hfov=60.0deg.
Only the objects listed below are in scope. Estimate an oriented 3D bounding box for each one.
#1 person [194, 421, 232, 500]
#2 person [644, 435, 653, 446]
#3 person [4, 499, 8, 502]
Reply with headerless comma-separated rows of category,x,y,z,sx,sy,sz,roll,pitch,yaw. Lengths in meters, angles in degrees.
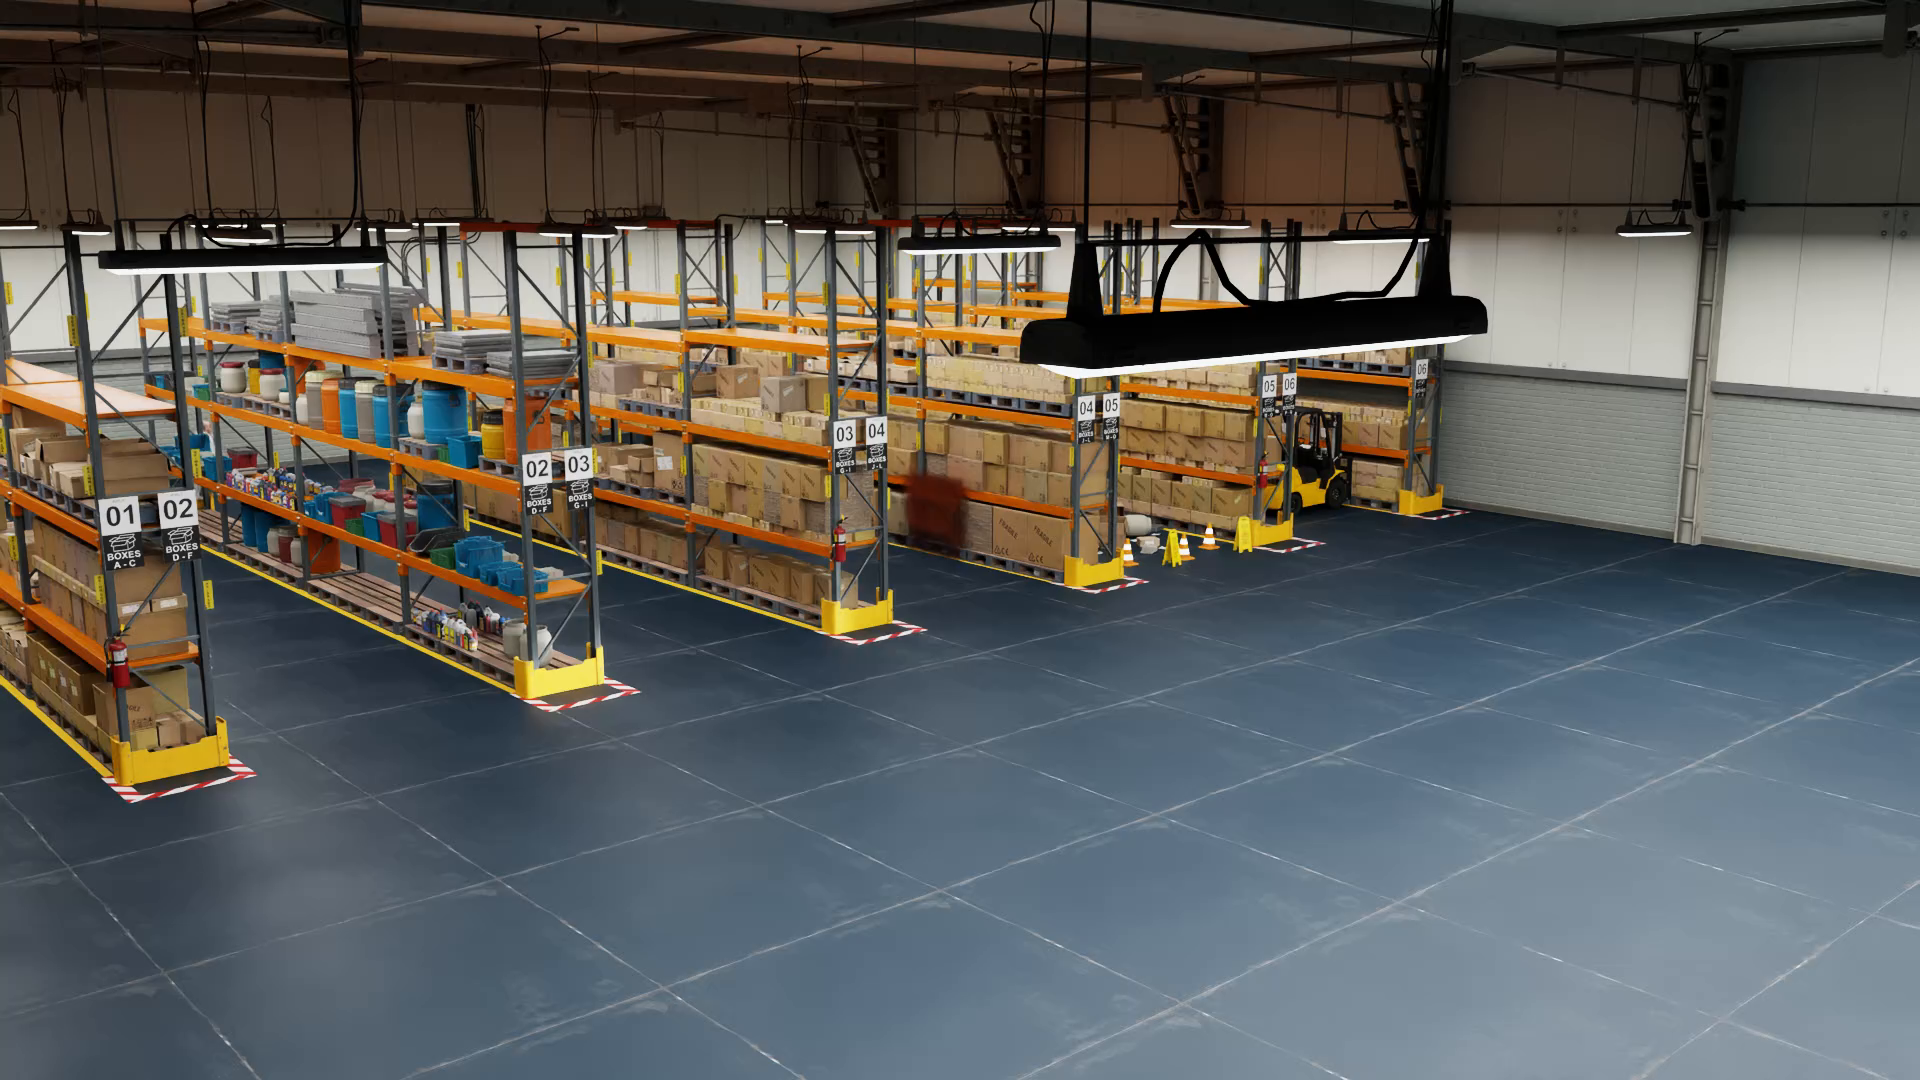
person,-16.156,-1.714,35.894,1.085,1.732,0.576,-6,13,-29
person,-7.778,-2.846,41.532,0.686,1.811,0.631,-8,14,-33
person,-20.612,-1.636,35.586,0.437,1.750,0.564,-8,14,-36
